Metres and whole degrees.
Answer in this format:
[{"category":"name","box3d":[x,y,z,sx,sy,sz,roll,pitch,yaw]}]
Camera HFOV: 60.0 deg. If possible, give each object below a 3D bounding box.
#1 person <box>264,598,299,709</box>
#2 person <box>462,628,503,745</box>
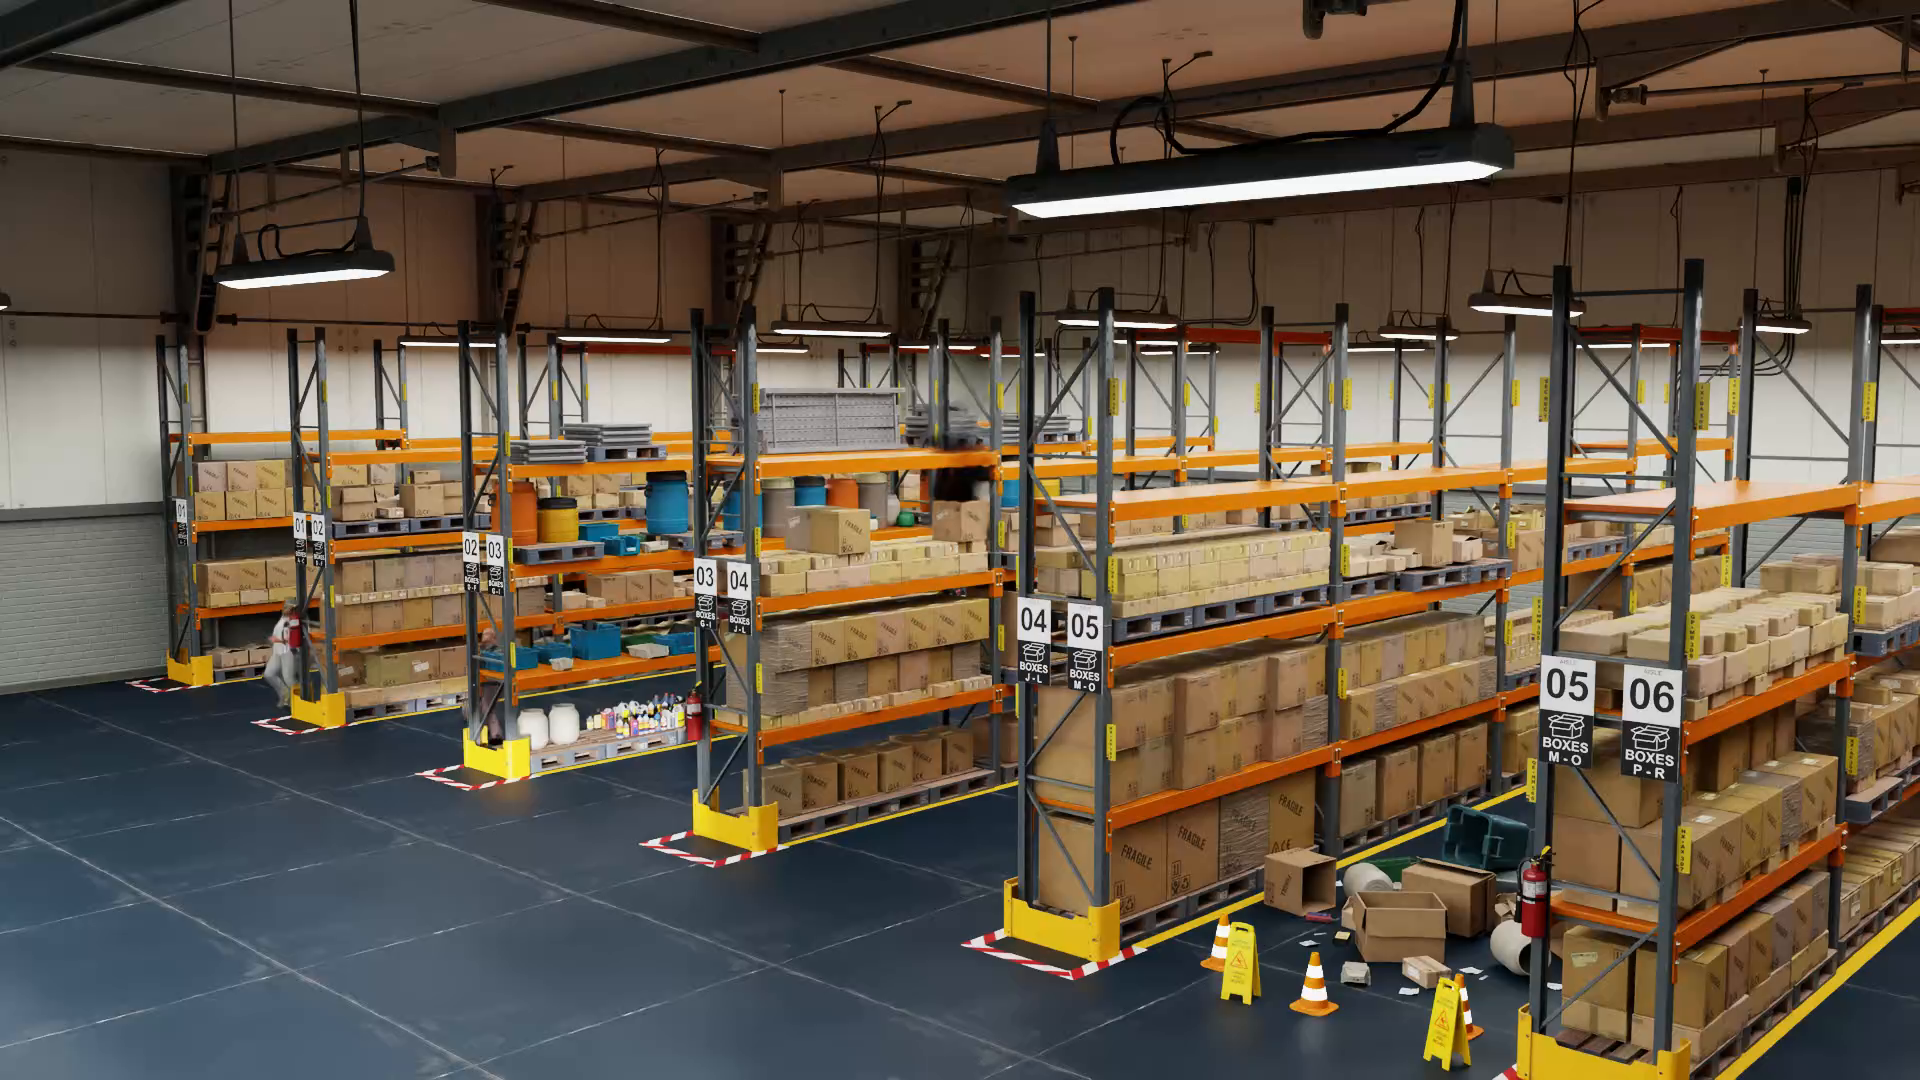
[{"category":"person","box3d":[-10.750,1.814,26.474,0.639,1.795,0.643,3,6,33]},{"category":"person","box3d":[-6.766,2.107,23.614,0.631,1.722,0.626,4,6,33]}]
